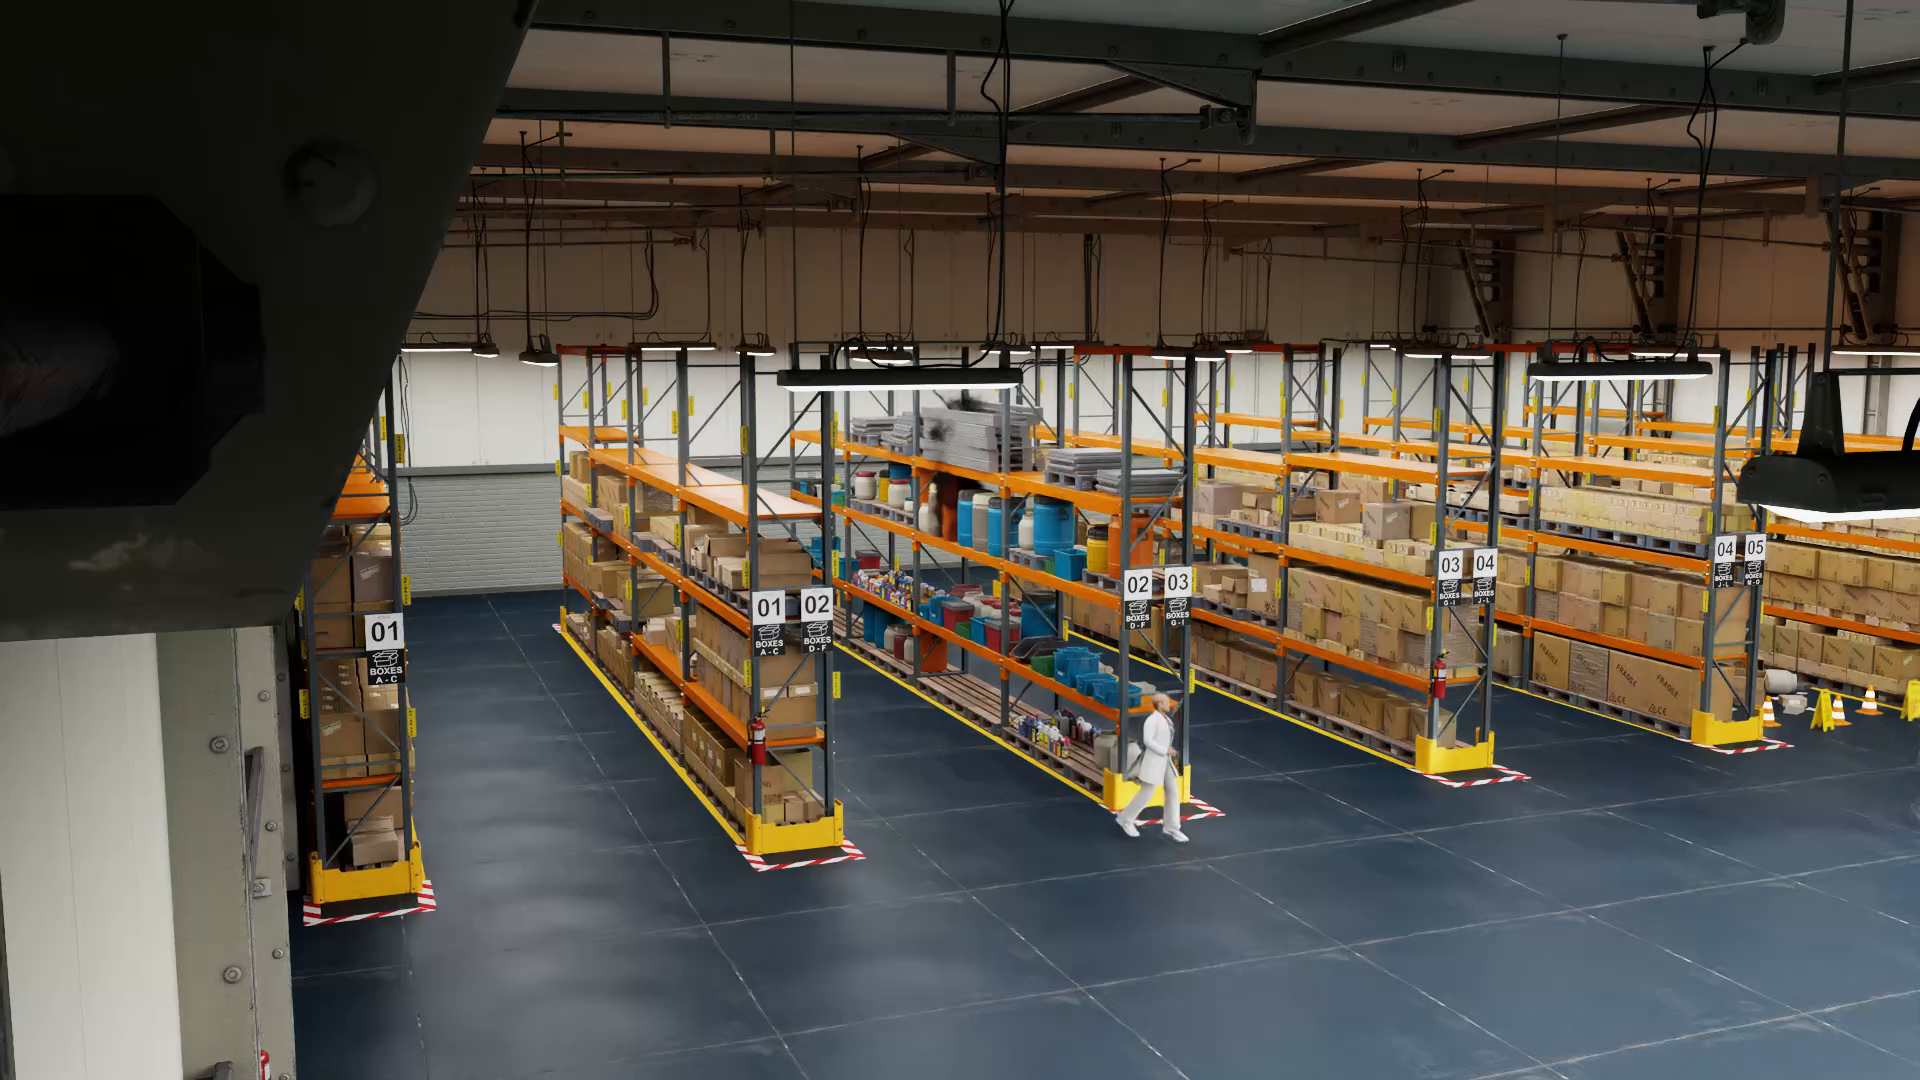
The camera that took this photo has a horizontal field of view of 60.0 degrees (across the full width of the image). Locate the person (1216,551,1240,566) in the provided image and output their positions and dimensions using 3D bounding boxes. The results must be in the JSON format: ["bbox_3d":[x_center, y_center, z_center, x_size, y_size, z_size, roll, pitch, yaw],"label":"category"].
[{"bbox_3d":[6.621,0.193,41.492,0.953,1.741,0.731,4,8,30],"label":"person"}]

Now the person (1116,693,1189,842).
[{"bbox_3d":[2.485,2.812,20.792,0.930,1.793,0.770,4,8,27],"label":"person"}]
